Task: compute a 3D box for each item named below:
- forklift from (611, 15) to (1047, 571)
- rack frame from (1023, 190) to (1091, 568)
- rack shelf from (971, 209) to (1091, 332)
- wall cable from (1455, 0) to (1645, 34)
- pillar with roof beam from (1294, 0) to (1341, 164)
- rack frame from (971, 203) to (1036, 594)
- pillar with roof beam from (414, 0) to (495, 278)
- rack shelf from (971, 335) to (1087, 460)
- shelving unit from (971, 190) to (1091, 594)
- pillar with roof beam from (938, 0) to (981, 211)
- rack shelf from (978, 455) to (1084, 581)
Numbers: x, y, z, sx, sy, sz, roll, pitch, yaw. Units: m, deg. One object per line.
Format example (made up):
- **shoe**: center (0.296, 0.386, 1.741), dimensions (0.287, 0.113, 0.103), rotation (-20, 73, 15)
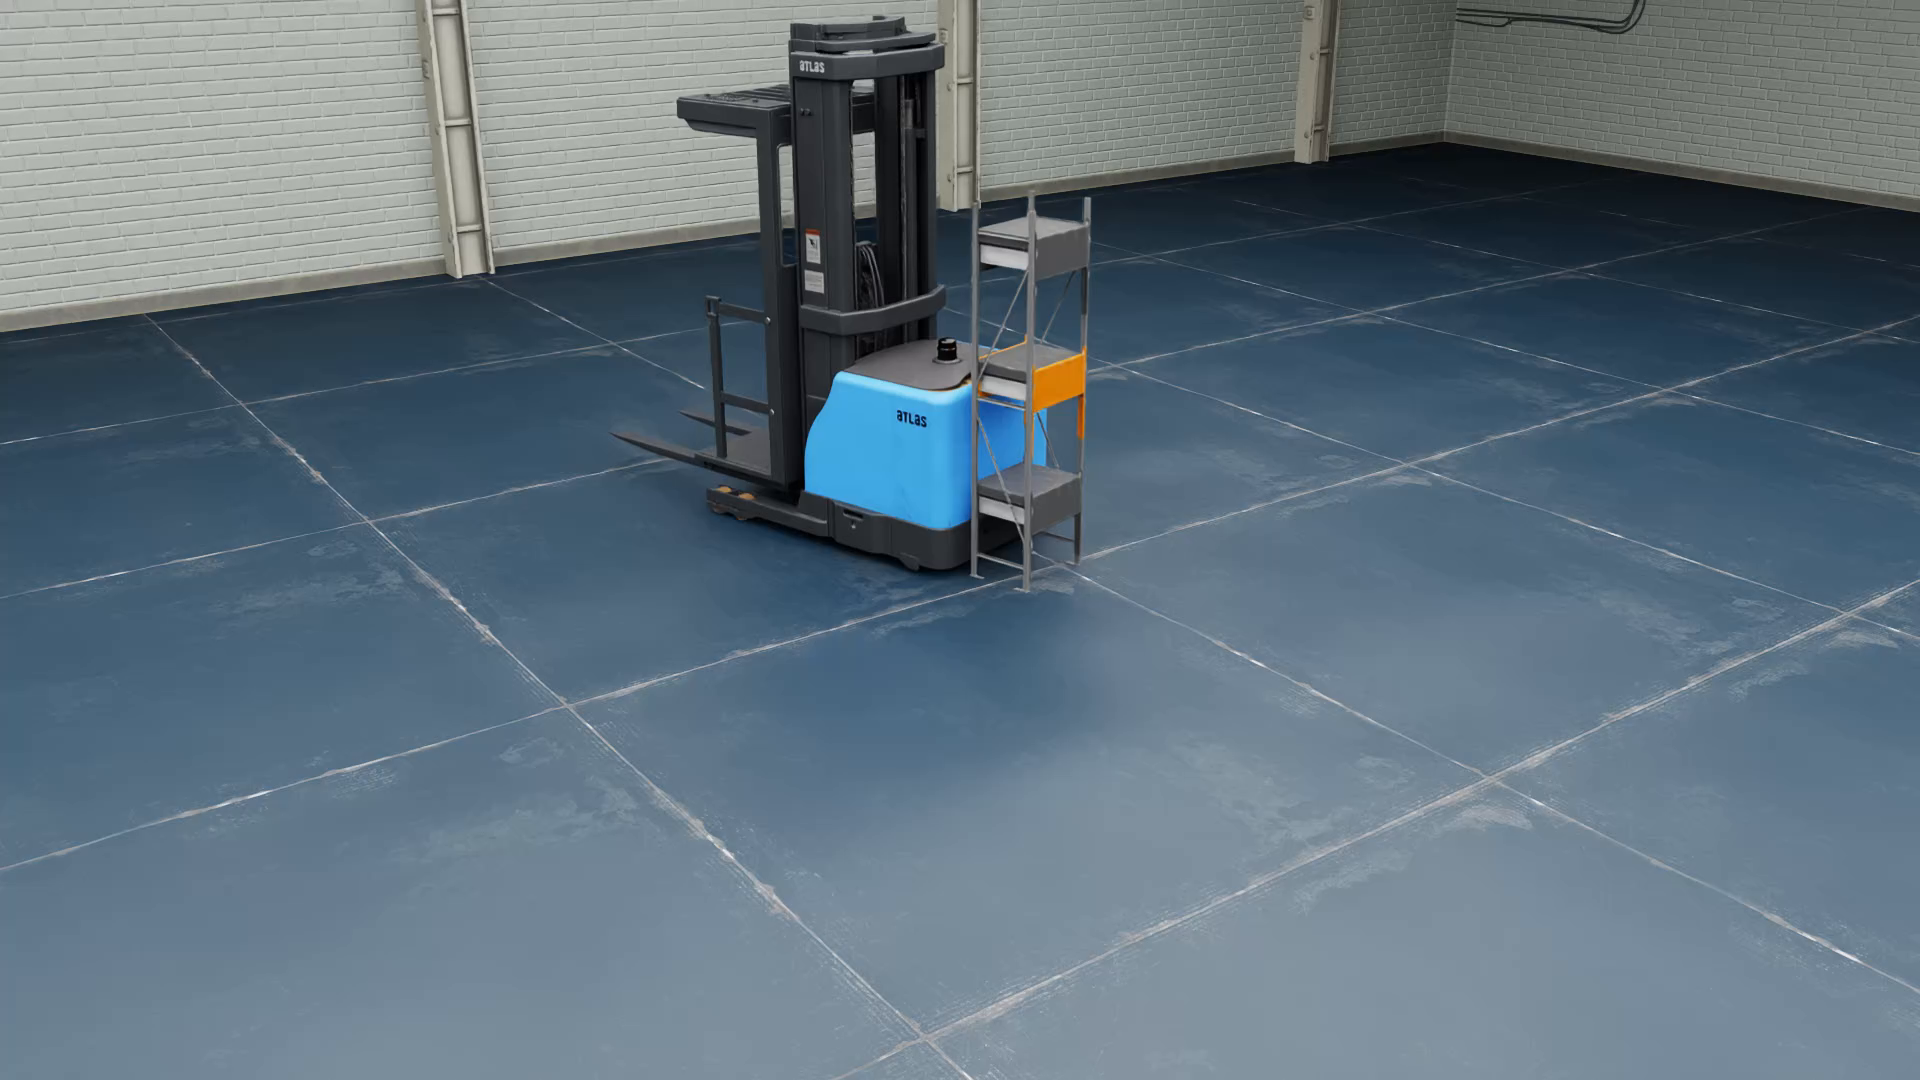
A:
- **forklift**: center (-0.942, -1.615, 9.989), dimensions (3.031, 2.935, 1.130), rotation (17, 27, 36)
- **rack frame**: center (0.529, -0.866, 9.232), dimensions (0.400, 2.100, 0.015), rotation (17, 27, 36)
- **rack shelf**: center (0.376, -1.433, 8.801), dimensions (0.431, 0.518, 0.480), rotation (17, 27, 36)
- **wall cable**: center (8.029, -8.236, 22.585), dimensions (0.112, 2.526, 3.097), rotation (-15, 26, -33)
- **pillar with roof beam**: center (7.379, -8.143, 18.162), dimensions (0.400, 9.000, 9.100), rotation (-15, 26, -33)
- **rack frame**: center (0.223, -0.725, 8.879), dimensions (0.400, 2.100, 0.015), rotation (17, 27, 36)
- **pillar with roof beam**: center (-2.362, -5.546, 11.653), dimensions (0.400, 9.000, 9.100), rotation (-15, 26, -33)
- **rack shelf**: center (0.376, -0.782, 9.061), dimensions (0.431, 0.518, 0.480), rotation (17, 27, 36)
- **shelving unit**: center (0.376, -0.795, 9.056), dimensions (0.431, 2.100, 0.503), rotation (17, 27, 36)
- **pillar with roof beam**: center (2.509, -6.845, 14.908), dimensions (0.400, 9.000, 9.100), rotation (-15, 26, -33)
- **rack shelf**: center (0.376, -0.132, 9.320), dimensions (0.431, 0.518, 0.480), rotation (17, 27, 36)
